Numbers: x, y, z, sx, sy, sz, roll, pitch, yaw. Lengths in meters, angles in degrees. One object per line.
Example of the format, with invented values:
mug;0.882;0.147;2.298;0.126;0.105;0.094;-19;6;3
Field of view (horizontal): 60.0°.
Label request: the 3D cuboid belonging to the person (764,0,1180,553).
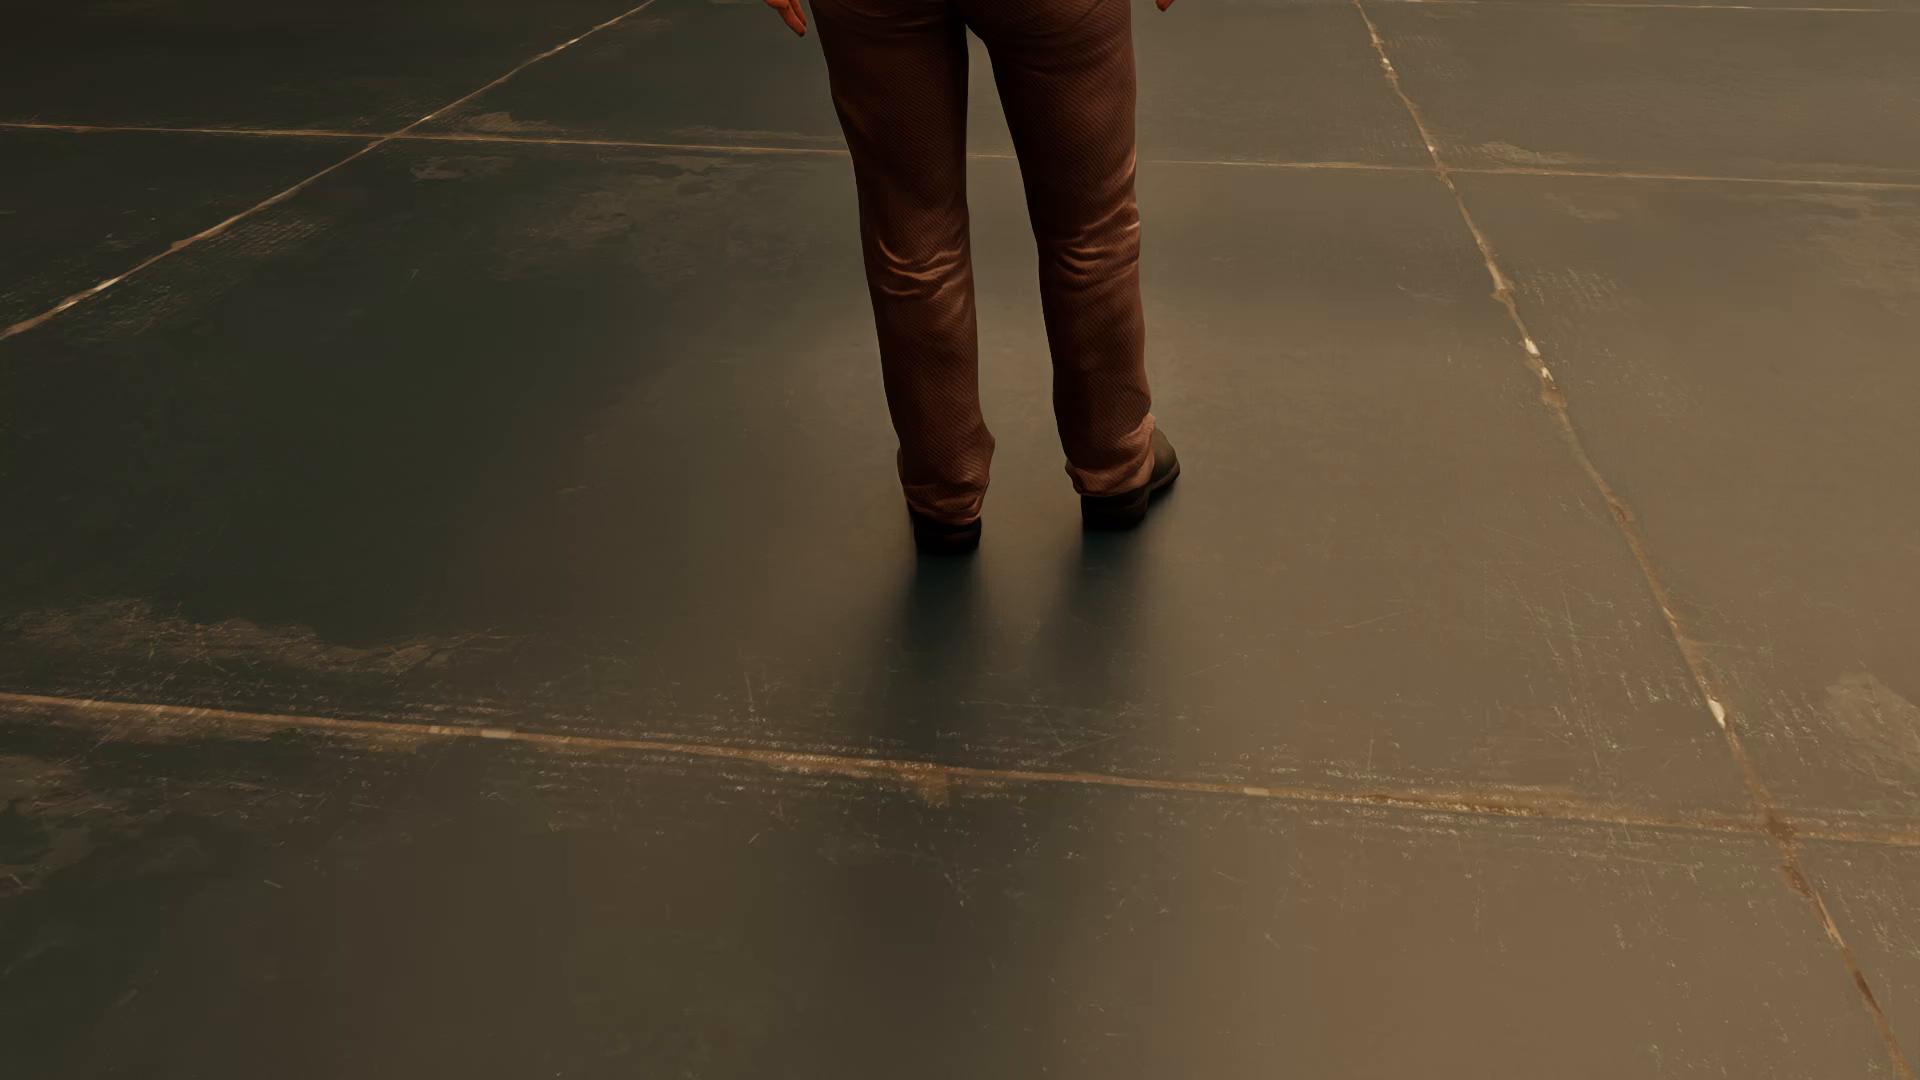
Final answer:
person;0.015;-0.804;2.168;0.633;1.722;0.566;3;27;7
